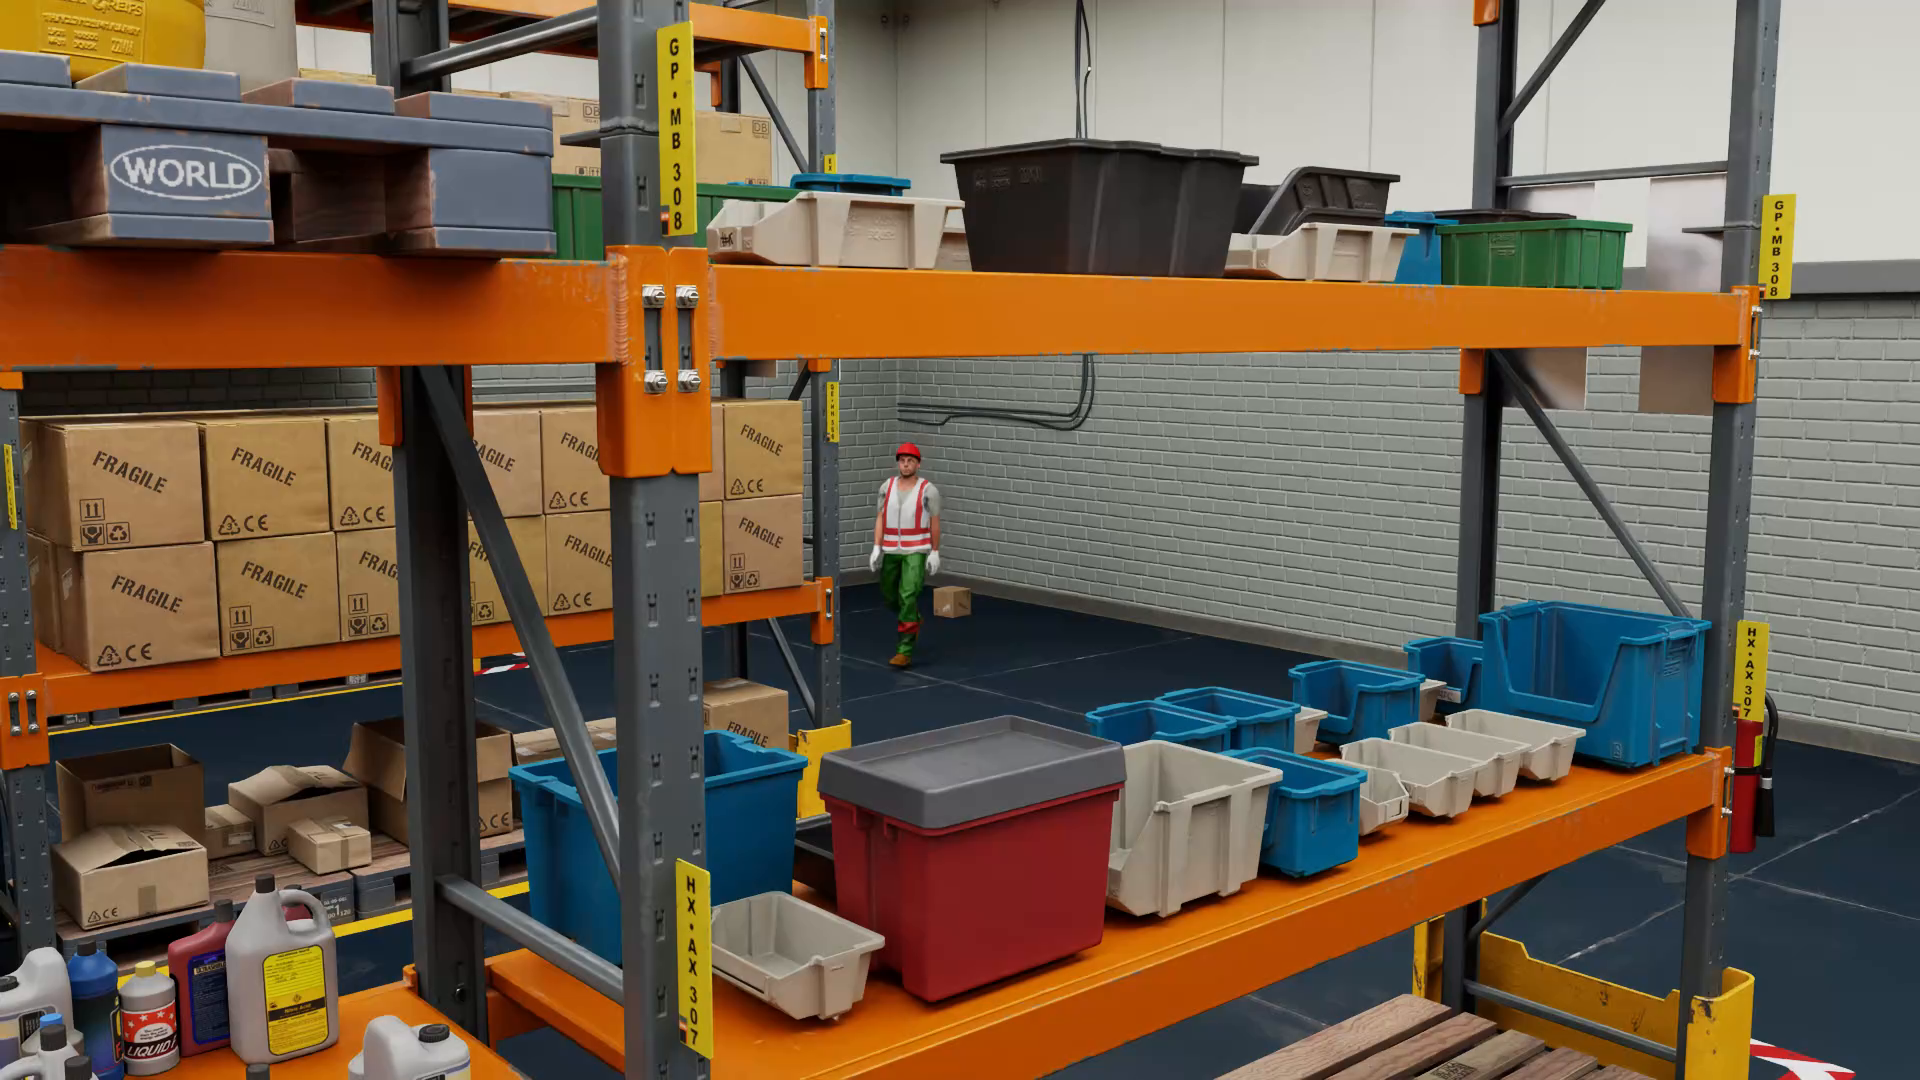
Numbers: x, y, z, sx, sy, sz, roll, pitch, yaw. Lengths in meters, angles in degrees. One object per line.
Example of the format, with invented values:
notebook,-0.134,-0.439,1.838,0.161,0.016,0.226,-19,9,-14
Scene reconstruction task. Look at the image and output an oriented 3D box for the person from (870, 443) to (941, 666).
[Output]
person,-0.424,0.093,13.383,0.537,1.756,0.918,3,8,22
